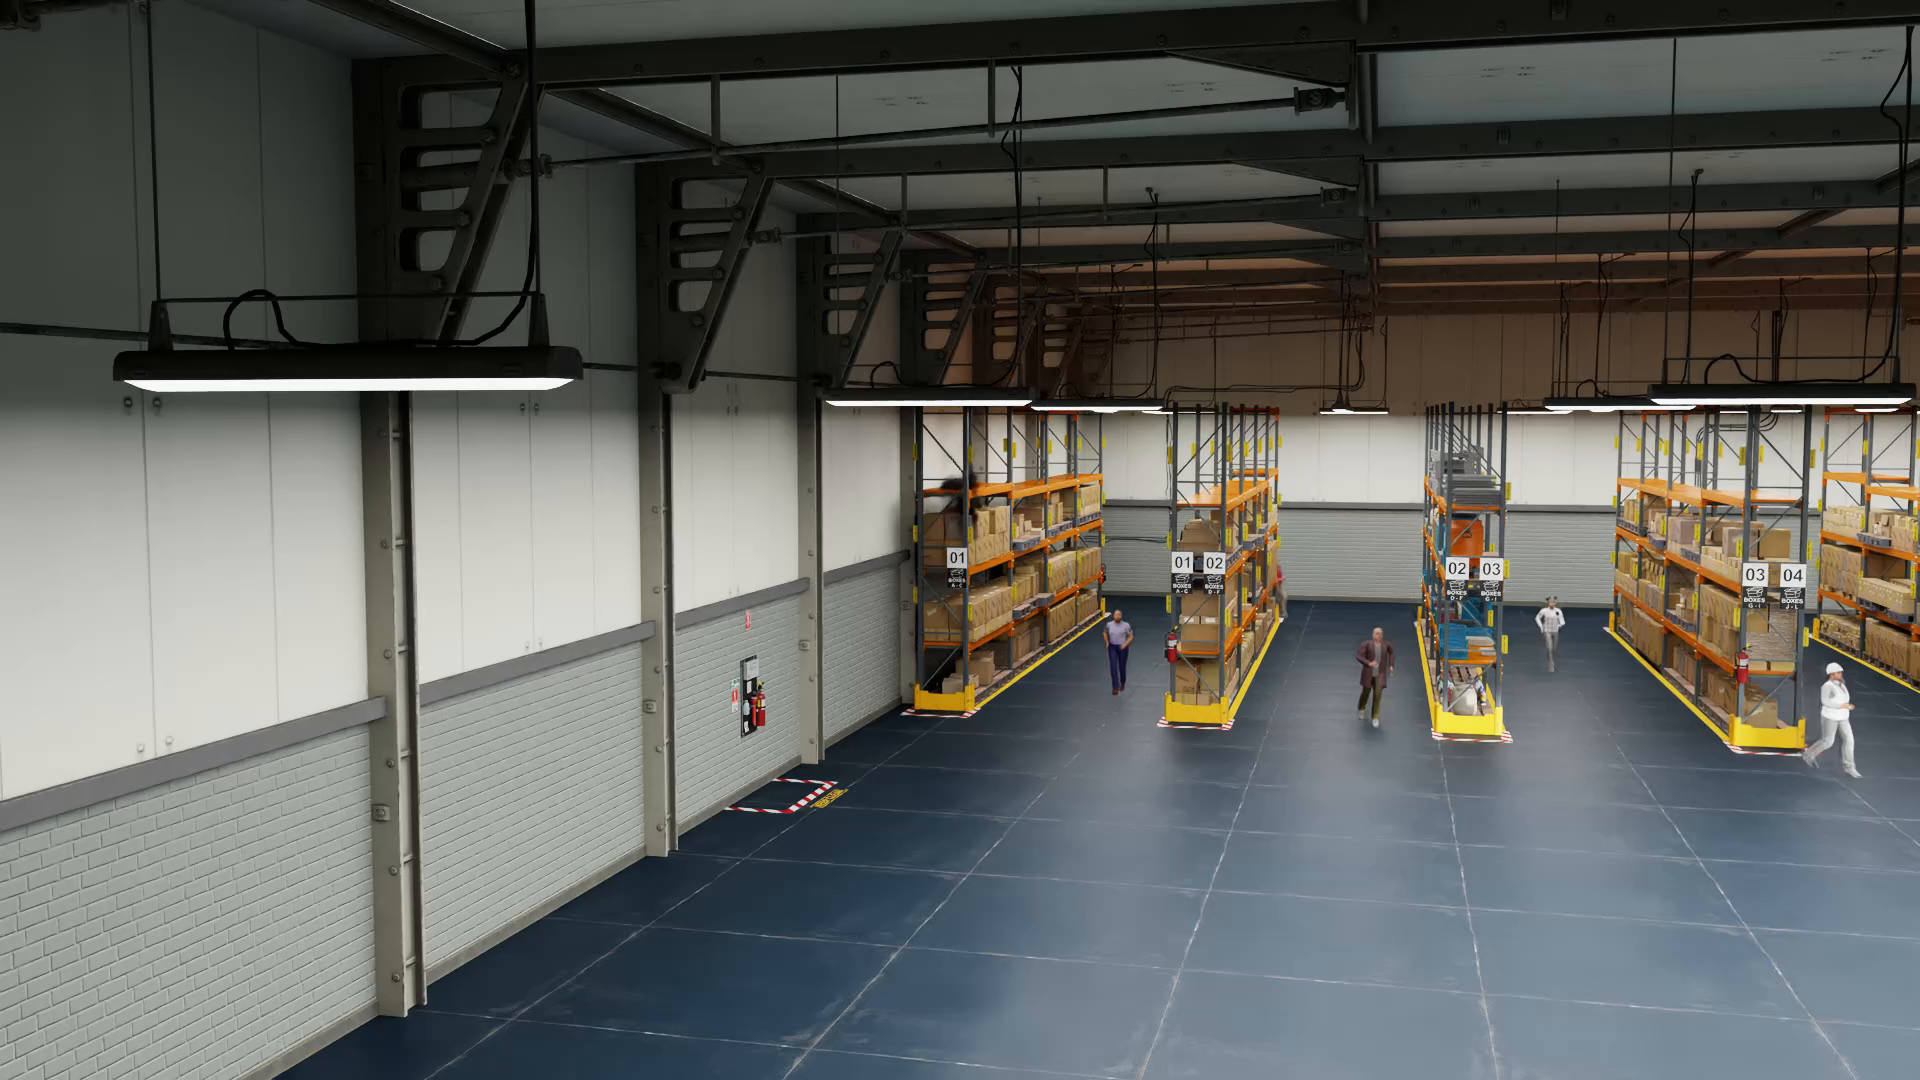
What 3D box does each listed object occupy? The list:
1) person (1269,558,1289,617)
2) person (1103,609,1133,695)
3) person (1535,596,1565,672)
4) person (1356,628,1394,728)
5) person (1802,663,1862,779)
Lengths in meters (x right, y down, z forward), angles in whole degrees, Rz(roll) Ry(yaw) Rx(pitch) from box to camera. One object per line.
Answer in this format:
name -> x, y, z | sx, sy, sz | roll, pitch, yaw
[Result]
person -> 8.980, 1.381, 47.573 | 0.796, 1.775, 0.667 | 3, 5, 33
person -> 3.129, 2.200, 32.962 | 0.610, 1.661, 0.738 | 1, 4, 10
person -> 13.374, 2.102, 37.666 | 0.620, 1.700, 0.774 | 1, 4, 8
person -> 7.768, 2.550, 31.098 | 0.740, 1.807, 0.941 | 0, 4, 4
person -> 13.992, 2.868, 26.632 | 0.667, 1.807, 0.911 | -3, 5, -32
